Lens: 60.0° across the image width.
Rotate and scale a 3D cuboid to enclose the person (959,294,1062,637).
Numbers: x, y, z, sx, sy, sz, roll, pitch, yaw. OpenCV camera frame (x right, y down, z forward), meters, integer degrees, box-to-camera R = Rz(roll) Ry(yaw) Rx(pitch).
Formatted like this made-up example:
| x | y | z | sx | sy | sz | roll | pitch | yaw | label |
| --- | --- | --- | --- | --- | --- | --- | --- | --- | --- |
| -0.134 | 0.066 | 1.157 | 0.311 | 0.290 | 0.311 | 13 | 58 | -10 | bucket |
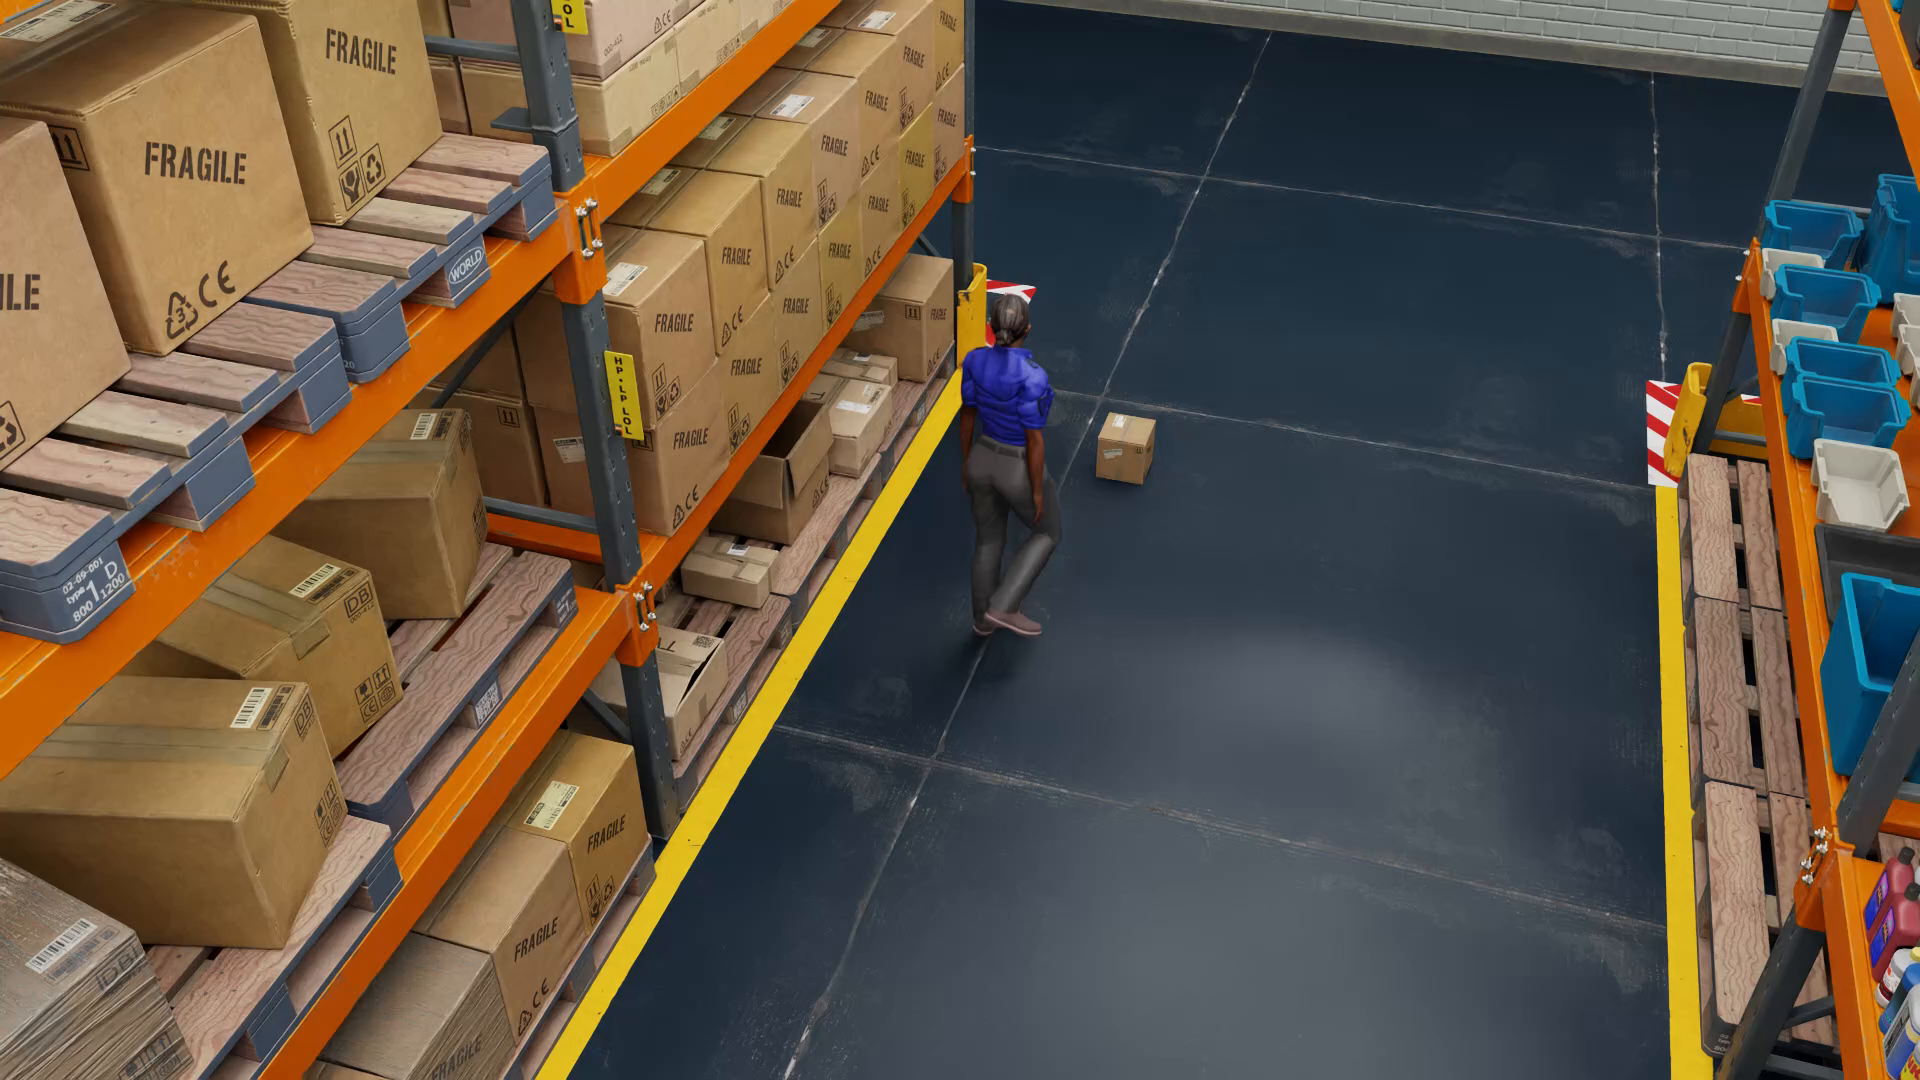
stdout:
| x | y | z | sx | sy | sz | roll | pitch | yaw | label |
| --- | --- | --- | --- | --- | --- | --- | --- | --- | --- |
| 0.187 | -0.274 | 7.240 | 0.511 | 1.649 | 0.466 | 23 | 43 | 27 | person |
